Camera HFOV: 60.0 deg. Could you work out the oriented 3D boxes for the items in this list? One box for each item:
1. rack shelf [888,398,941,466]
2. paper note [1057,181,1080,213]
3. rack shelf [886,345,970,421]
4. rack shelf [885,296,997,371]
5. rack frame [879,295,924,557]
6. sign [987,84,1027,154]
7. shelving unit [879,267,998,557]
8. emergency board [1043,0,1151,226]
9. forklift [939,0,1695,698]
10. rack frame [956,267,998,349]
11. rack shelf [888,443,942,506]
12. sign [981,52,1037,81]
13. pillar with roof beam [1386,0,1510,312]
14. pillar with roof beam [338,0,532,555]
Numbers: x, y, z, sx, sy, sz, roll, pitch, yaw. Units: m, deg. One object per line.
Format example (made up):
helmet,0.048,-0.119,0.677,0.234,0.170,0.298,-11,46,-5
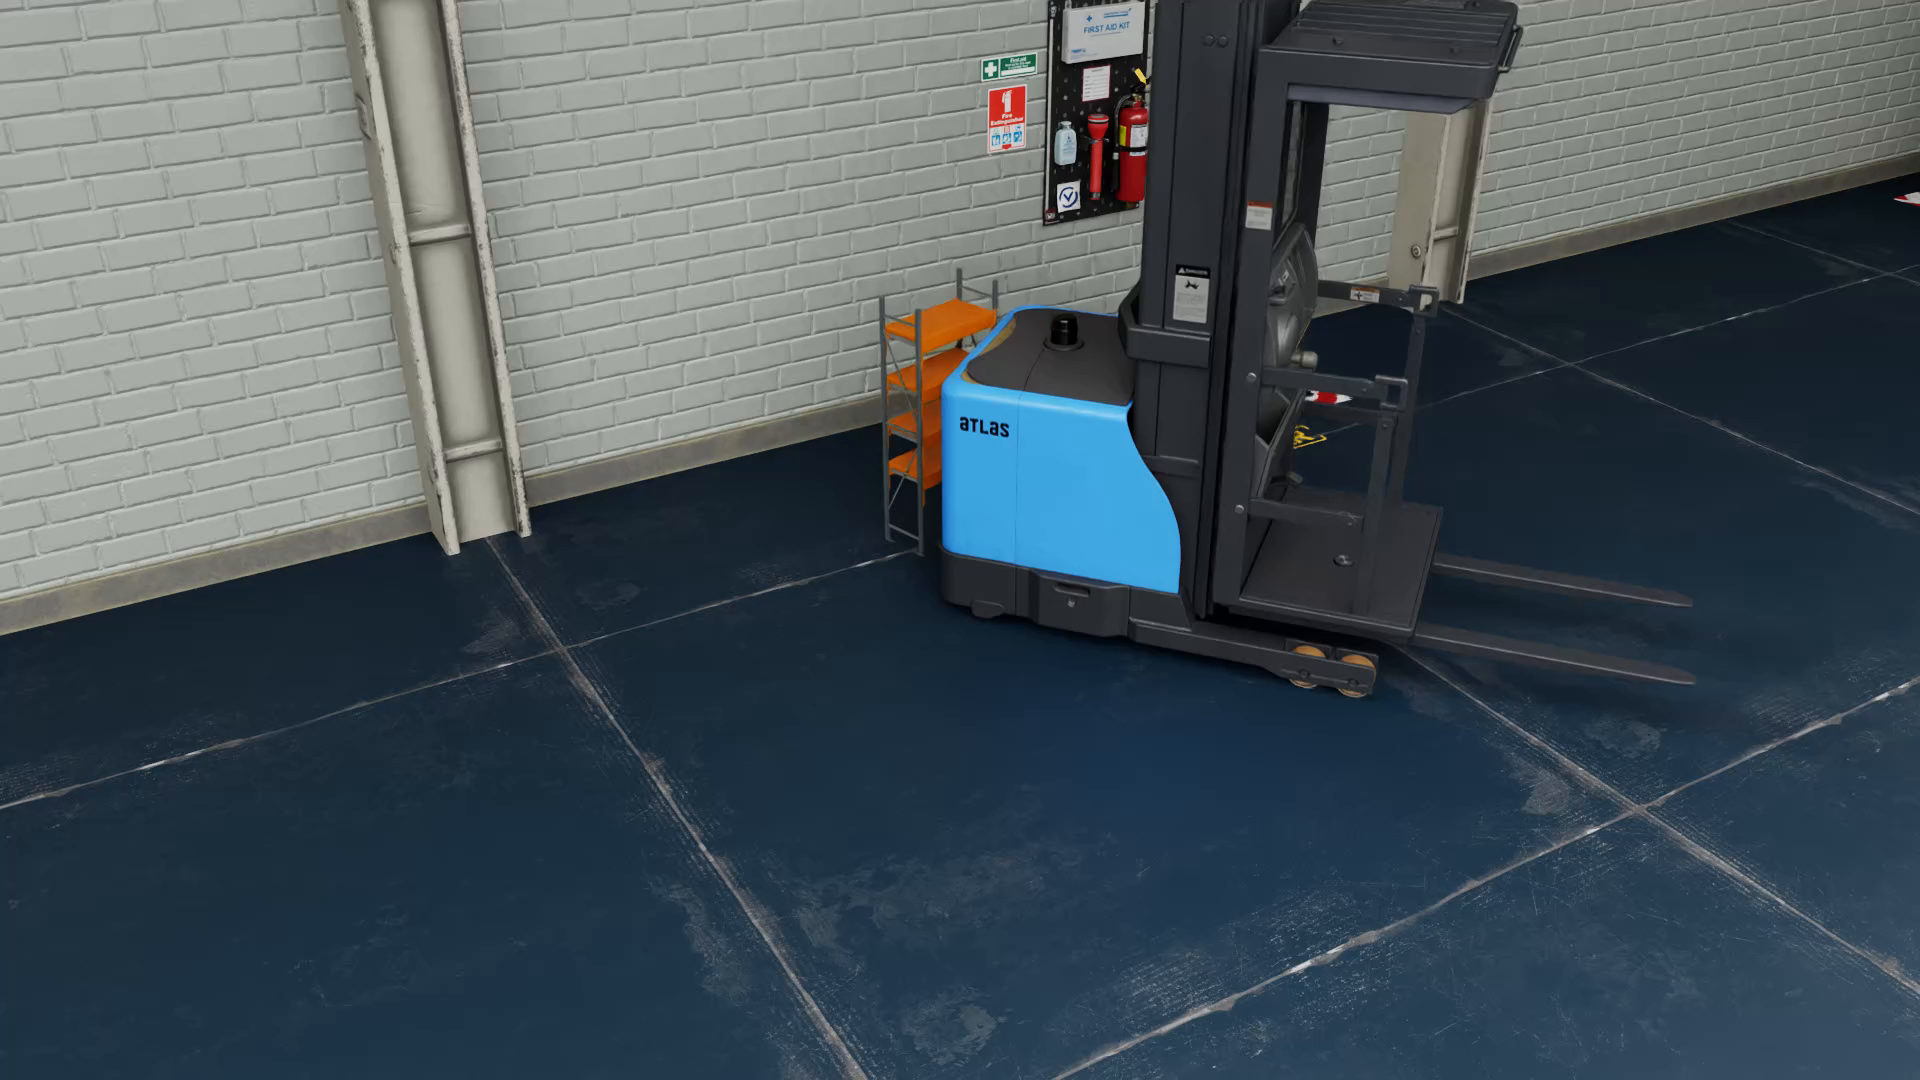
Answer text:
rack shelf,-0.091,-0.516,7.583,0.258,0.148,0.480,24,37,37
paper note,0.583,-1.834,8.880,0.142,0.148,0.016,-16,33,-26
rack shelf,-0.091,-0.712,7.475,0.258,0.148,0.480,24,37,37
rack shelf,-0.091,-0.919,7.360,0.258,0.148,0.480,24,37,37
rack frame,-0.257,-0.489,7.394,0.240,1.200,0.015,24,37,37
sign,0.241,-2.157,8.518,0.234,0.329,0.001,-16,33,-26
shelving unit,-0.091,-0.575,7.550,0.258,1.200,0.503,24,37,37
emergency board,0.770,-2.234,8.694,0.643,1.169,0.194,-16,33,-26
forklift,1.481,-0.948,6.434,3.031,2.935,1.130,10,30,18
rack frame,0.076,-0.661,7.706,0.240,1.200,0.015,24,37,37
rack shelf,-0.091,-0.342,7.679,0.258,0.148,0.480,24,37,37
sign,0.250,-2.387,8.385,0.331,0.109,0.001,-16,33,-26
pillar with roof beam,5.101,-3.656,5.062,0.400,9.000,9.100,-16,33,-26
pillar with roof beam,-0.072,-2.188,2.400,0.400,9.000,9.100,-16,33,-26
